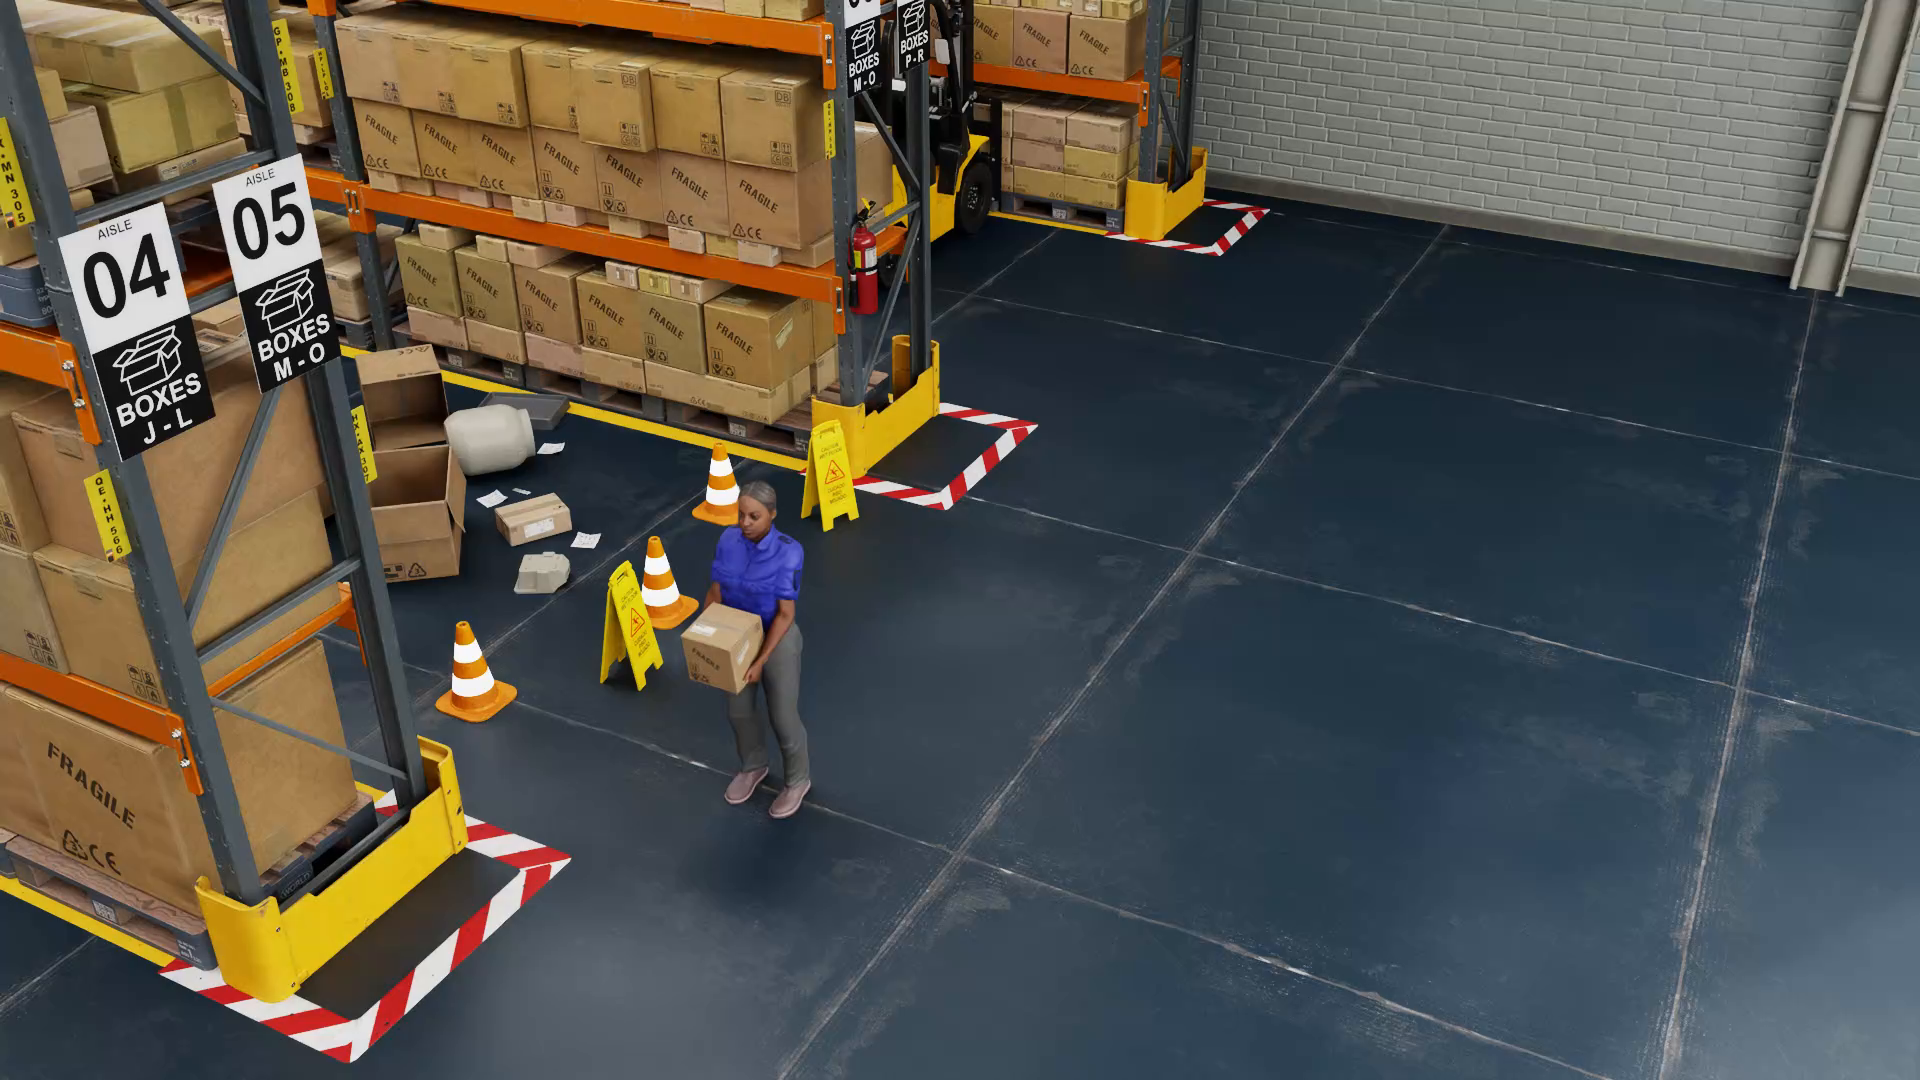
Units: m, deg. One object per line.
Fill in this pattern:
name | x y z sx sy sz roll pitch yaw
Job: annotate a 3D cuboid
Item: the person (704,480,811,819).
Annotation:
person | -0.935 0.522 7.403 0.441 1.656 0.502 14 33 23
